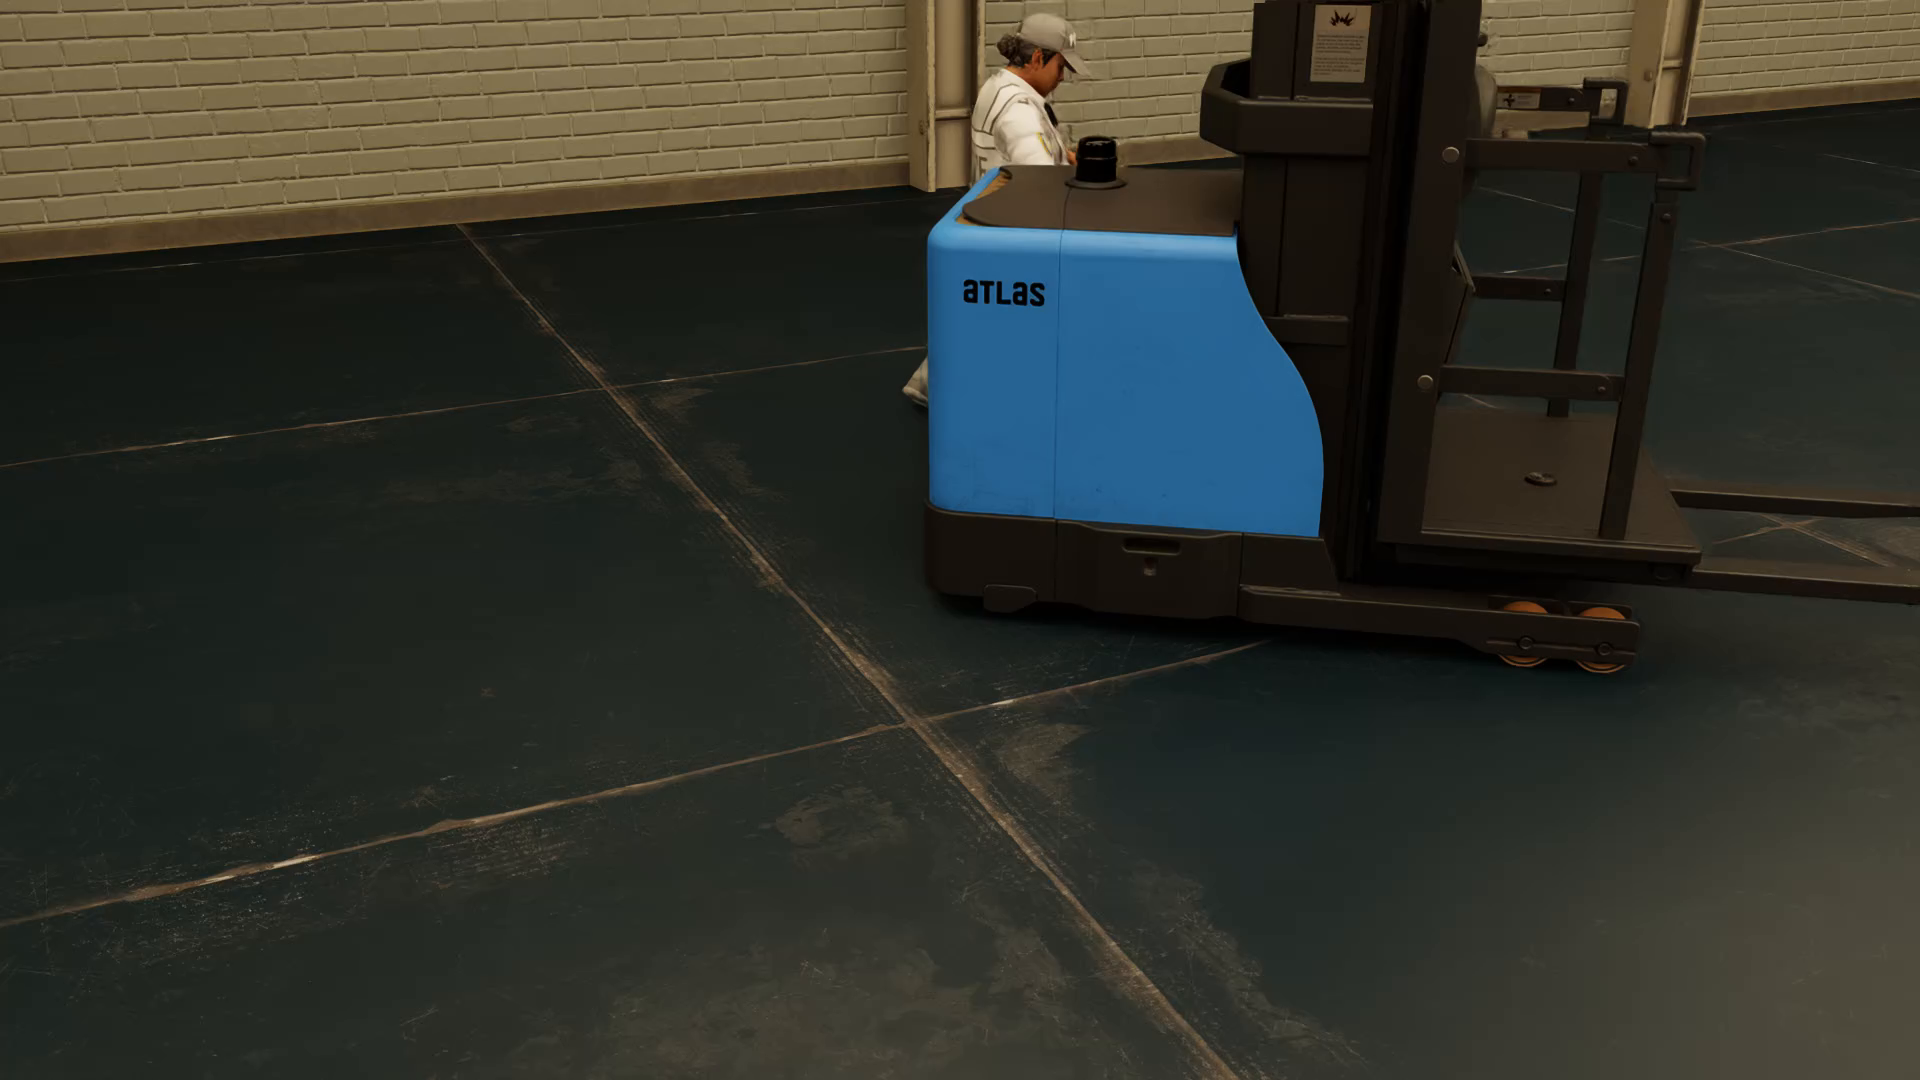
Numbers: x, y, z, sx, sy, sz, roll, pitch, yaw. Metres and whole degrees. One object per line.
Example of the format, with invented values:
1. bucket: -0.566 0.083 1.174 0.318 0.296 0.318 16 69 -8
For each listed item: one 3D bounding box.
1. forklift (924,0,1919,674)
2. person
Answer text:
1. forklift: 1.470 -1.231 4.251 3.031 2.935 1.130 4 23 10
2. person: 0.322 -1.025 5.718 0.971 1.514 1.096 -4 23 -9
